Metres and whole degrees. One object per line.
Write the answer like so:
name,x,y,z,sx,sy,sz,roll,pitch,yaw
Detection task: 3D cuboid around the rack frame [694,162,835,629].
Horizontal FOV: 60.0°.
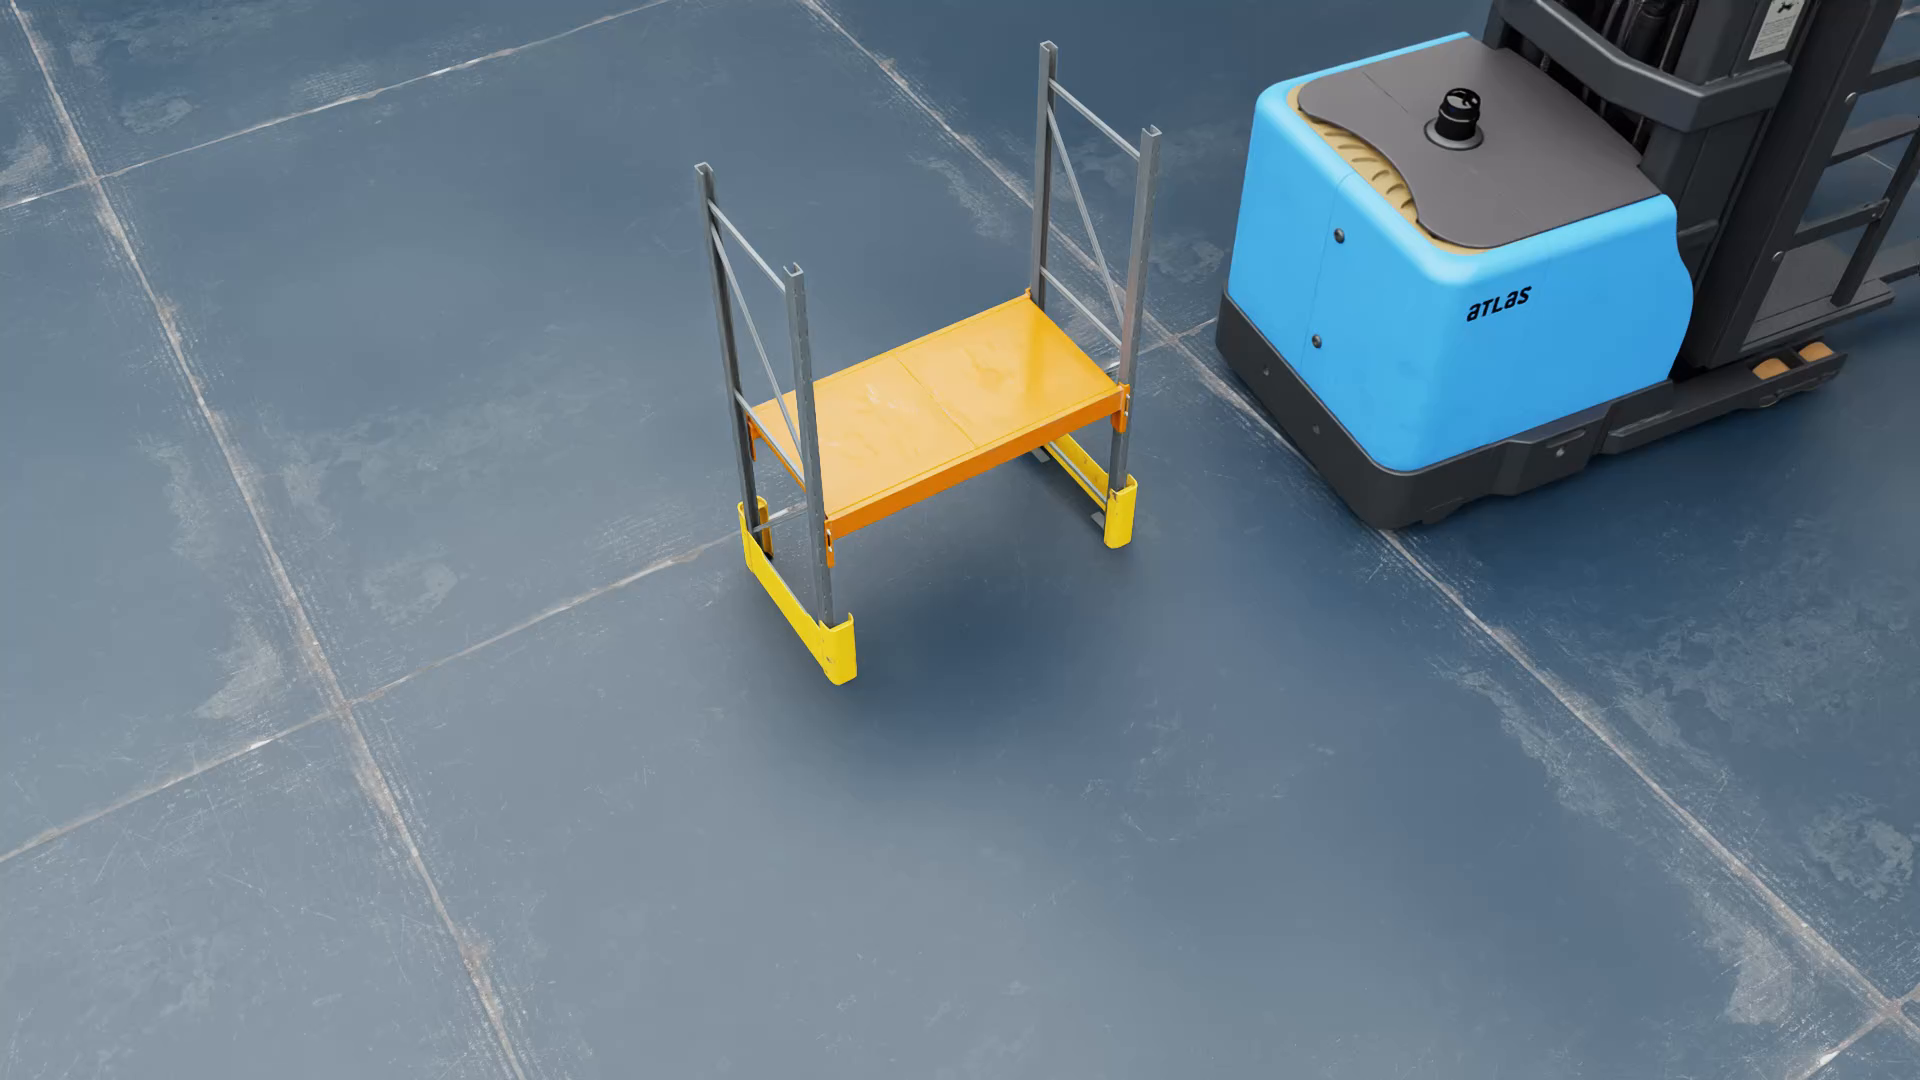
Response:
rack frame,-0.502,-0.262,4.479,0.032,1.500,0.500,-25,53,-21

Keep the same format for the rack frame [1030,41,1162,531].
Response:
rack frame,0.358,-0.667,4.840,0.032,1.500,0.500,-25,53,-21

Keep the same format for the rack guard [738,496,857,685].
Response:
rack guard,-0.486,0.146,4.953,0.087,0.250,0.587,-25,53,-21

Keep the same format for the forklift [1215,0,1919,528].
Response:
forklift,2.444,-1.767,4.861,3.031,2.935,1.130,-19,51,-16

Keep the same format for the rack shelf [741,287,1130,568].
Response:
rack shelf,-0.072,-0.345,4.794,1.000,0.185,0.538,-25,53,-21

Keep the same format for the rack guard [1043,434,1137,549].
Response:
rack guard,0.357,-0.251,5.306,0.087,0.250,0.587,-25,53,-21

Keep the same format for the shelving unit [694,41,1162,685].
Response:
shelving unit,-0.064,-0.468,4.663,1.083,1.500,0.587,-25,53,-21
